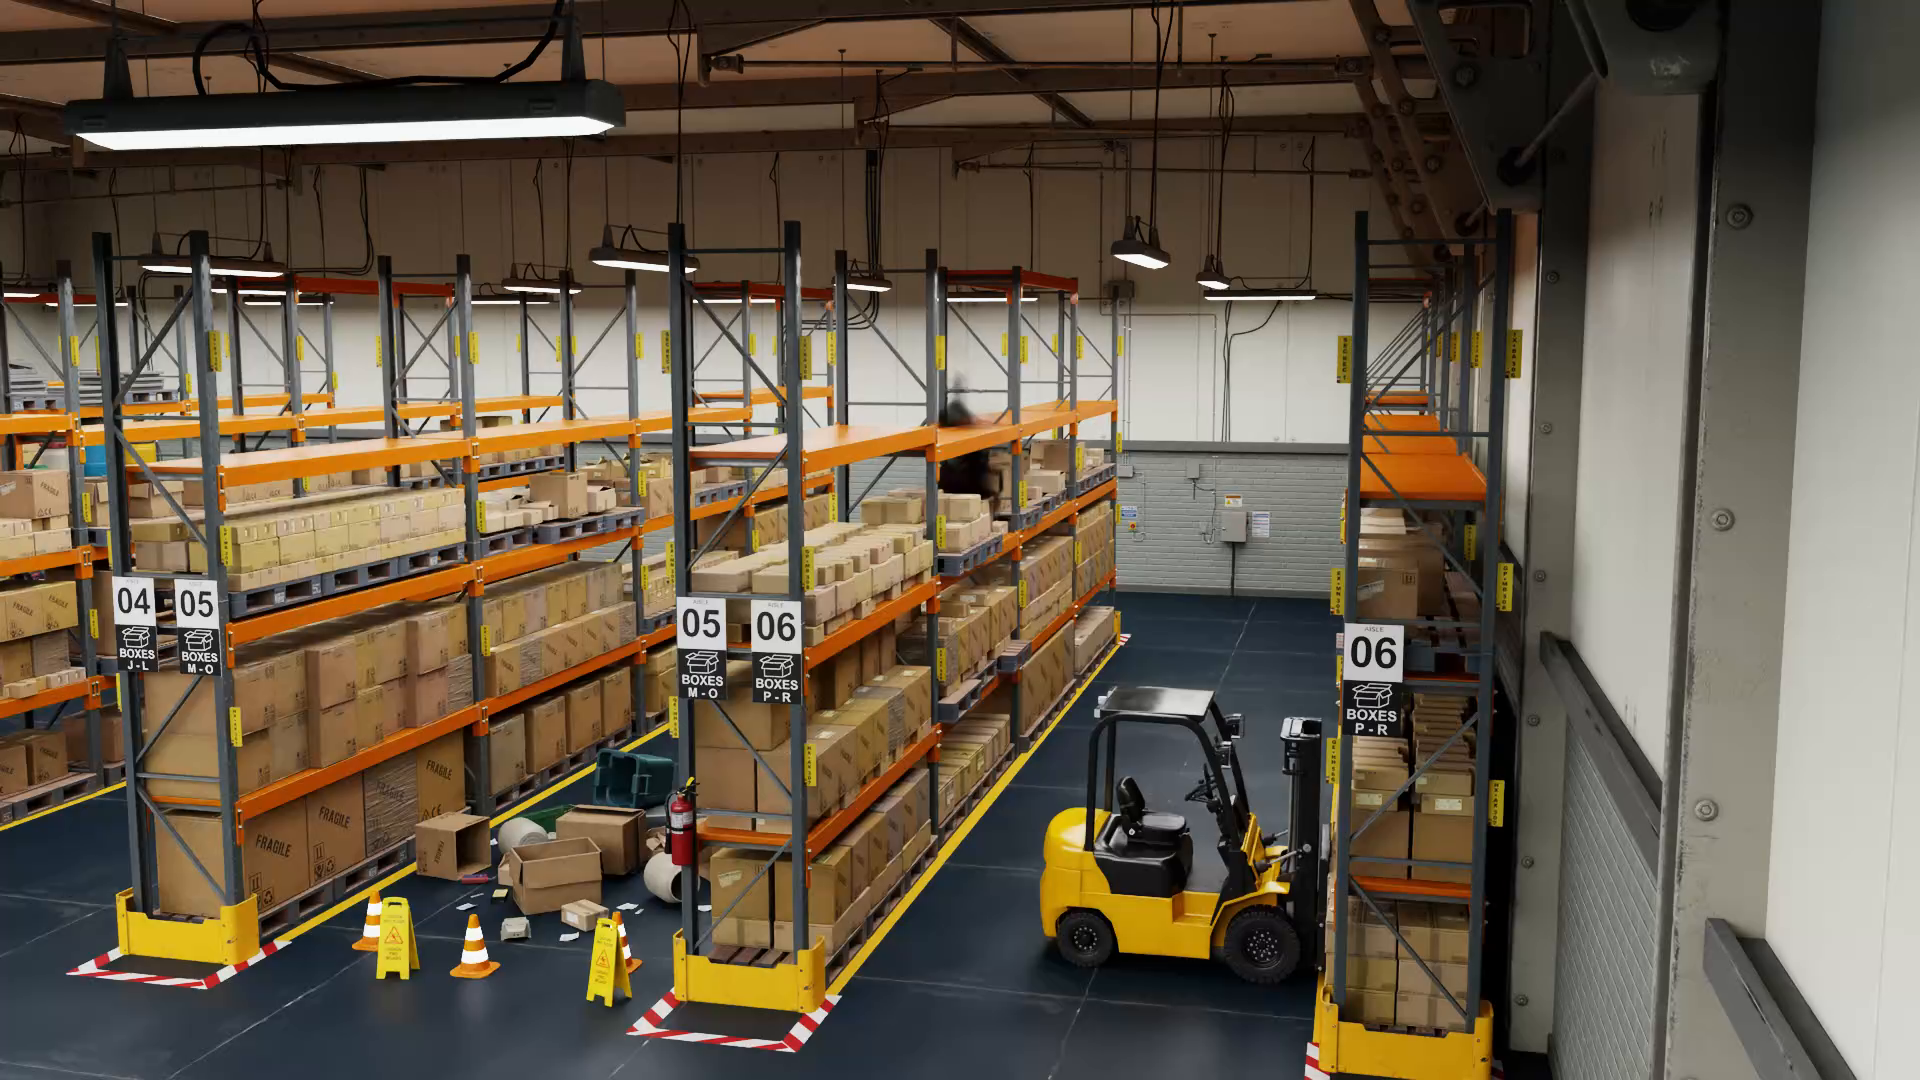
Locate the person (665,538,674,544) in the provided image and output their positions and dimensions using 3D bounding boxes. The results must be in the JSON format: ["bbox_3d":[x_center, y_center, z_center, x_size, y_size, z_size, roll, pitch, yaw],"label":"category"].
[{"bbox_3d":[-4.852,0.848,28.294,0.673,1.778,0.981,3,7,20],"label":"person"}]
